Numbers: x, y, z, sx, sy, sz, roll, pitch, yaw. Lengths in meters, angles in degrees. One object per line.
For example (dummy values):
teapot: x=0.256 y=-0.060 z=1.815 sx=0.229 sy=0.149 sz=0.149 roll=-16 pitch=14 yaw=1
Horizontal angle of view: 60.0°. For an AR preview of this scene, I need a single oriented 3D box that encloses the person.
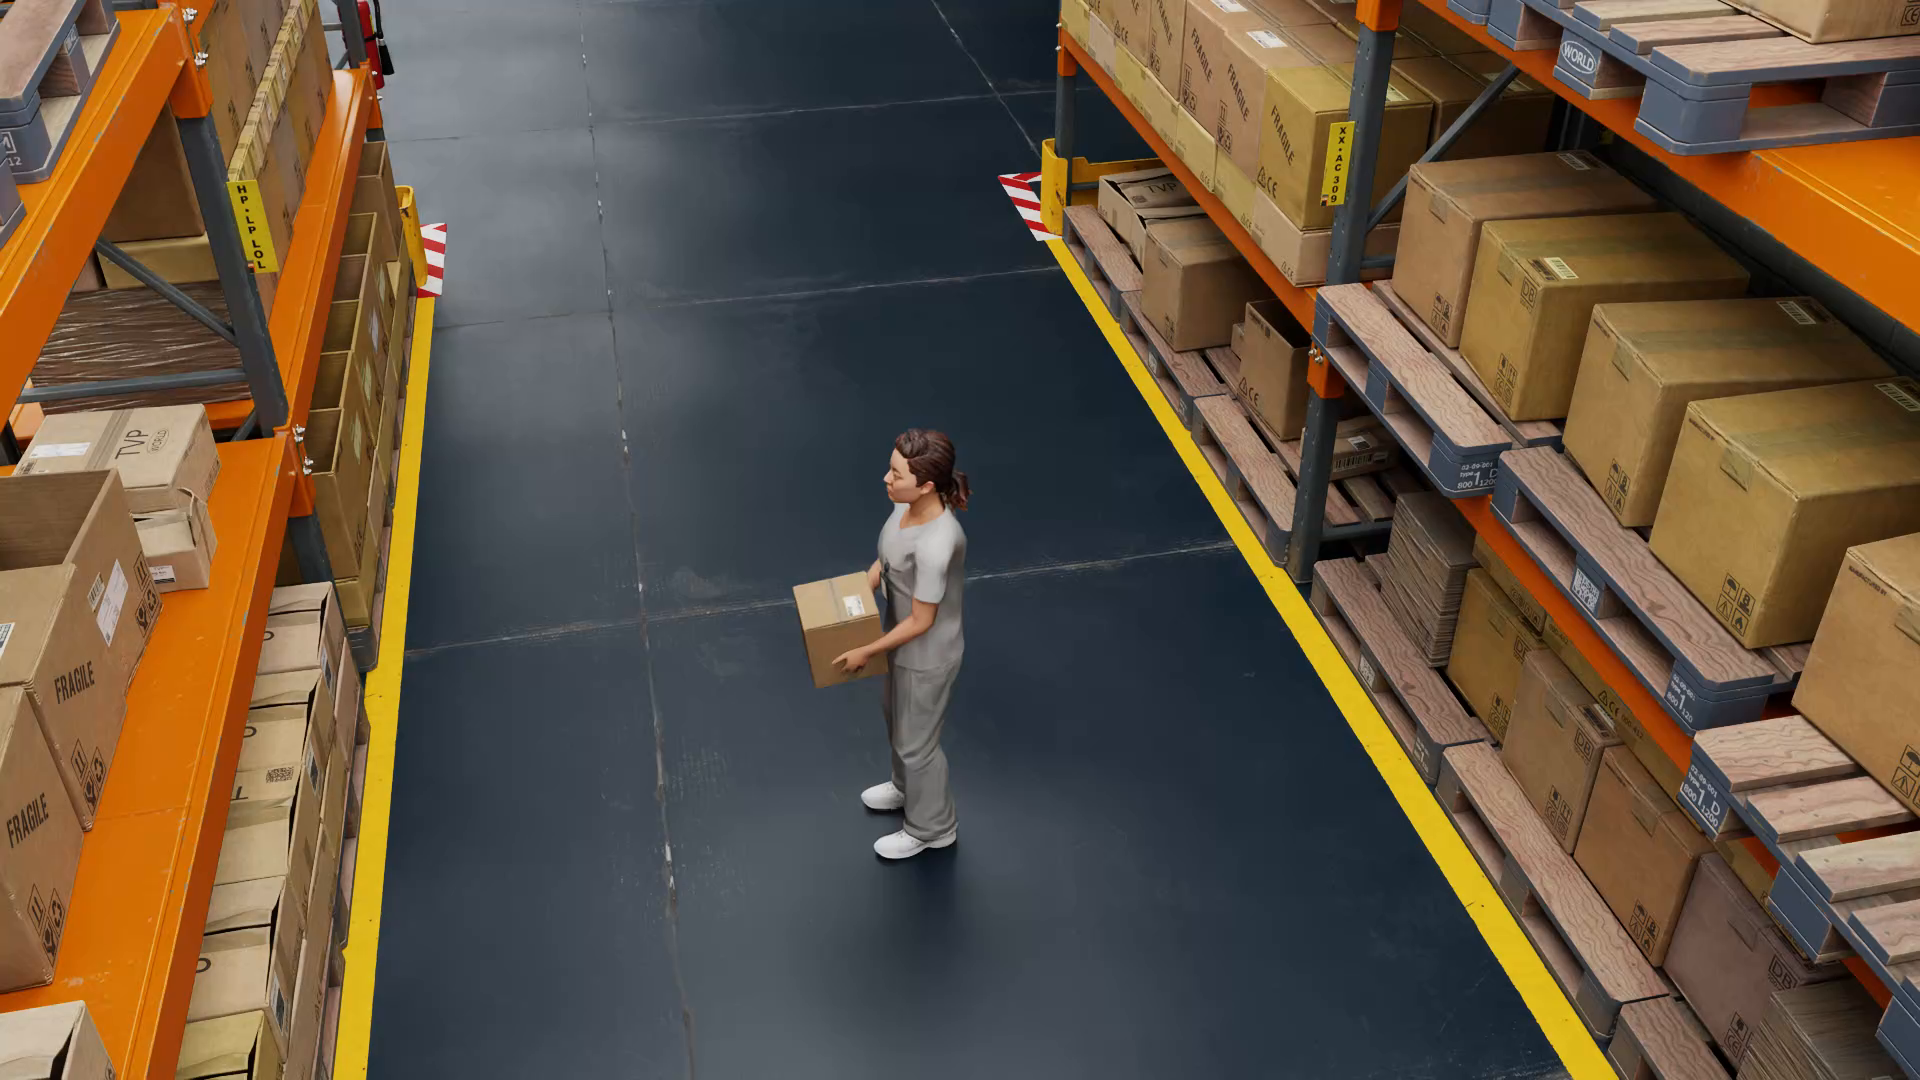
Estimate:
person: x=-0.201 y=0.364 z=5.612 sx=0.503 sy=1.674 sz=0.461 roll=-8 pitch=35 yaw=-11
